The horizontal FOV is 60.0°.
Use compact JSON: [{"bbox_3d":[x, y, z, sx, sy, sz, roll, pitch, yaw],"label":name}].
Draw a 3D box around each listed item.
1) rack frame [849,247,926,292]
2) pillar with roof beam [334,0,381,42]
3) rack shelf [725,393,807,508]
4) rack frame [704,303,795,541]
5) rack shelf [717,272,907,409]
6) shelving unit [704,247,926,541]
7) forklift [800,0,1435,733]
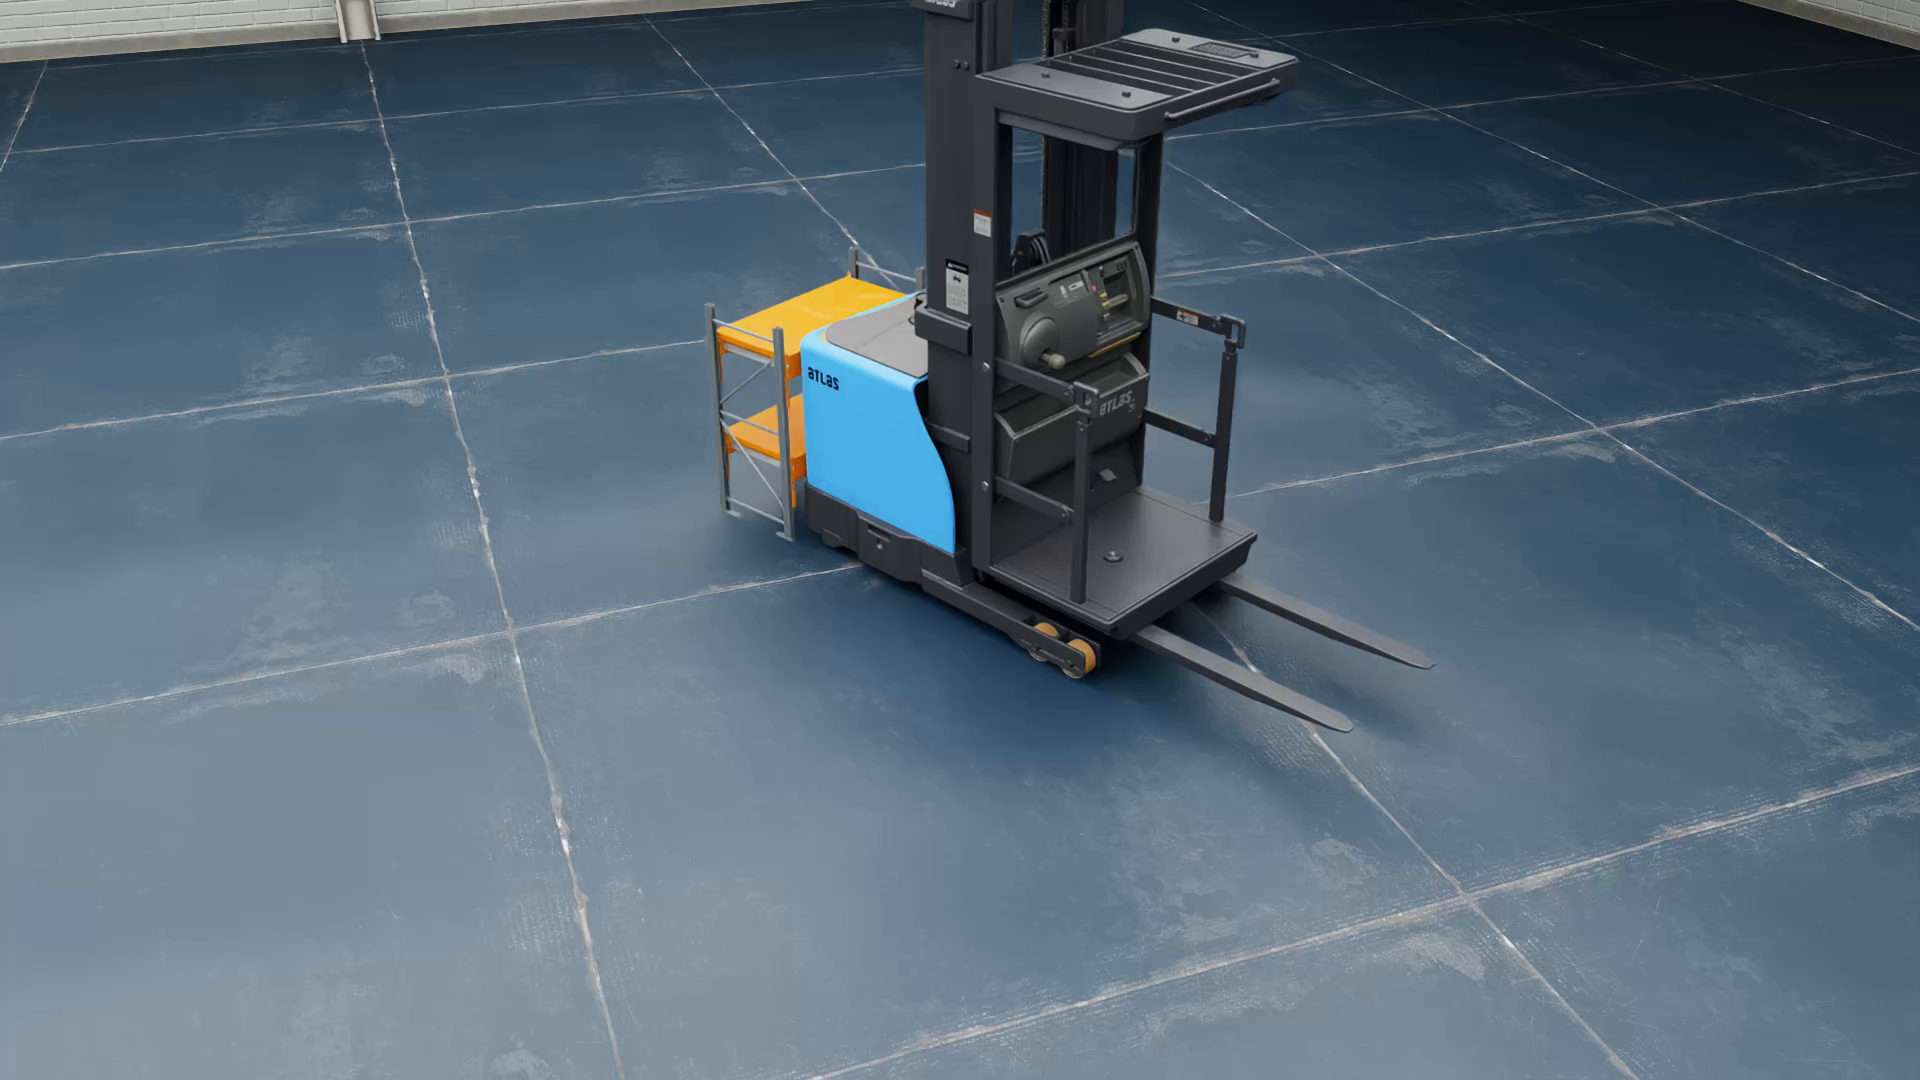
[{"bbox_3d":[-0.377,-0.956,8.791,0.500,1.125,0.032,22,36,33],"label":"rack frame"},{"bbox_3d":[-4.829,-7.216,11.825,0.400,9.000,9.100,-10,31,-18],"label":"pillar with roof beam"},{"bbox_3d":[-0.699,-0.549,8.571,0.538,0.278,1.000,22,36,33],"label":"rack shelf"},{"bbox_3d":[-1.021,-0.567,8.108,0.500,1.125,0.032,22,36,33],"label":"rack frame"},{"bbox_3d":[-0.699,-1.015,8.305,0.538,0.278,1.000,22,36,33],"label":"rack shelf"},{"bbox_3d":[-0.699,-0.761,8.450,0.538,1.125,1.048,22,36,33],"label":"shelving unit"},{"bbox_3d":[0.648,-0.967,6.986,3.031,2.935,1.130,25,38,37],"label":"forklift"}]
